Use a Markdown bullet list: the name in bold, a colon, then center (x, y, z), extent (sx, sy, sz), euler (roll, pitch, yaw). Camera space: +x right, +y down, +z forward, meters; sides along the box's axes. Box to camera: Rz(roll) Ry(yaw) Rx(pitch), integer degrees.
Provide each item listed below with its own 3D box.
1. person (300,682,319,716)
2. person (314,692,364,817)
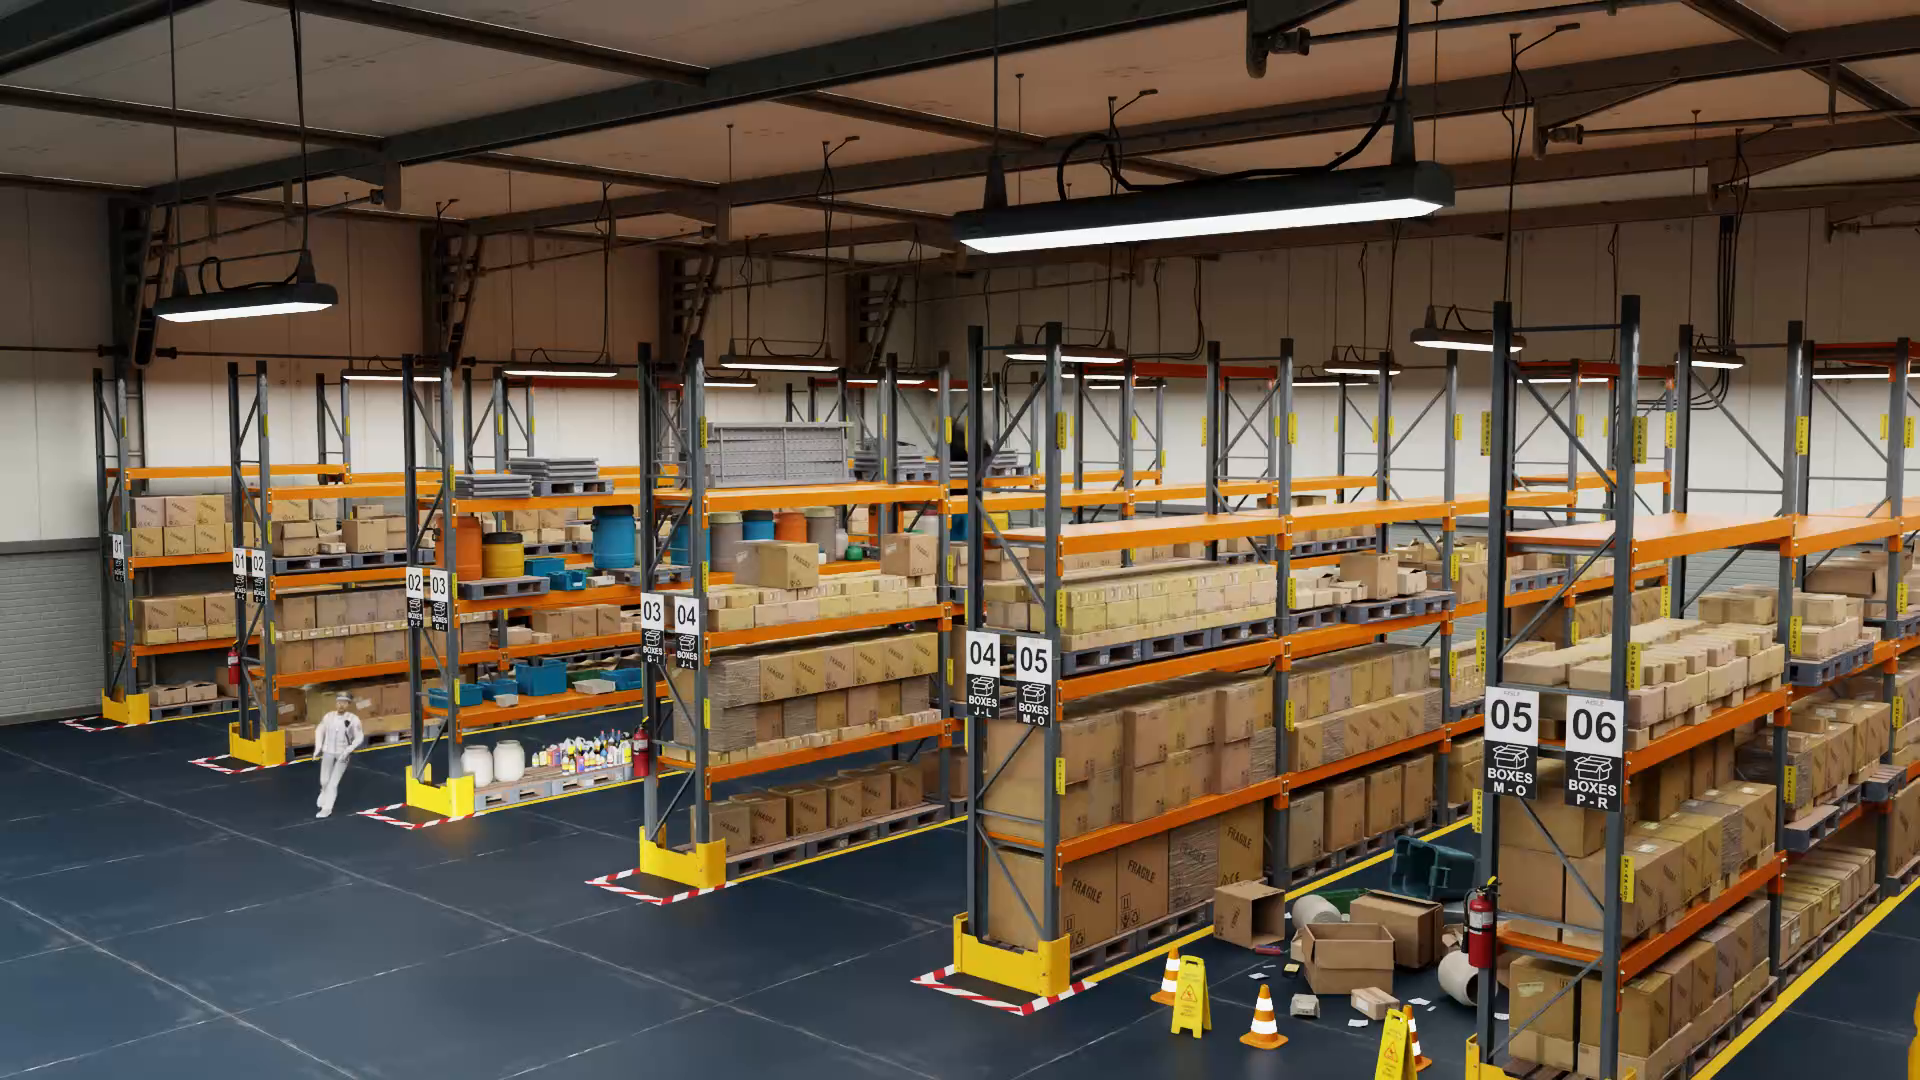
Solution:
- **person**: center (-10.693, 2.325, 27.391), extent (0.542, 1.710, 0.731), euler (4, 6, 42)
- **person**: center (-8.048, 2.771, 21.504), extent (0.638, 1.620, 0.503), euler (-1, 4, -9)
